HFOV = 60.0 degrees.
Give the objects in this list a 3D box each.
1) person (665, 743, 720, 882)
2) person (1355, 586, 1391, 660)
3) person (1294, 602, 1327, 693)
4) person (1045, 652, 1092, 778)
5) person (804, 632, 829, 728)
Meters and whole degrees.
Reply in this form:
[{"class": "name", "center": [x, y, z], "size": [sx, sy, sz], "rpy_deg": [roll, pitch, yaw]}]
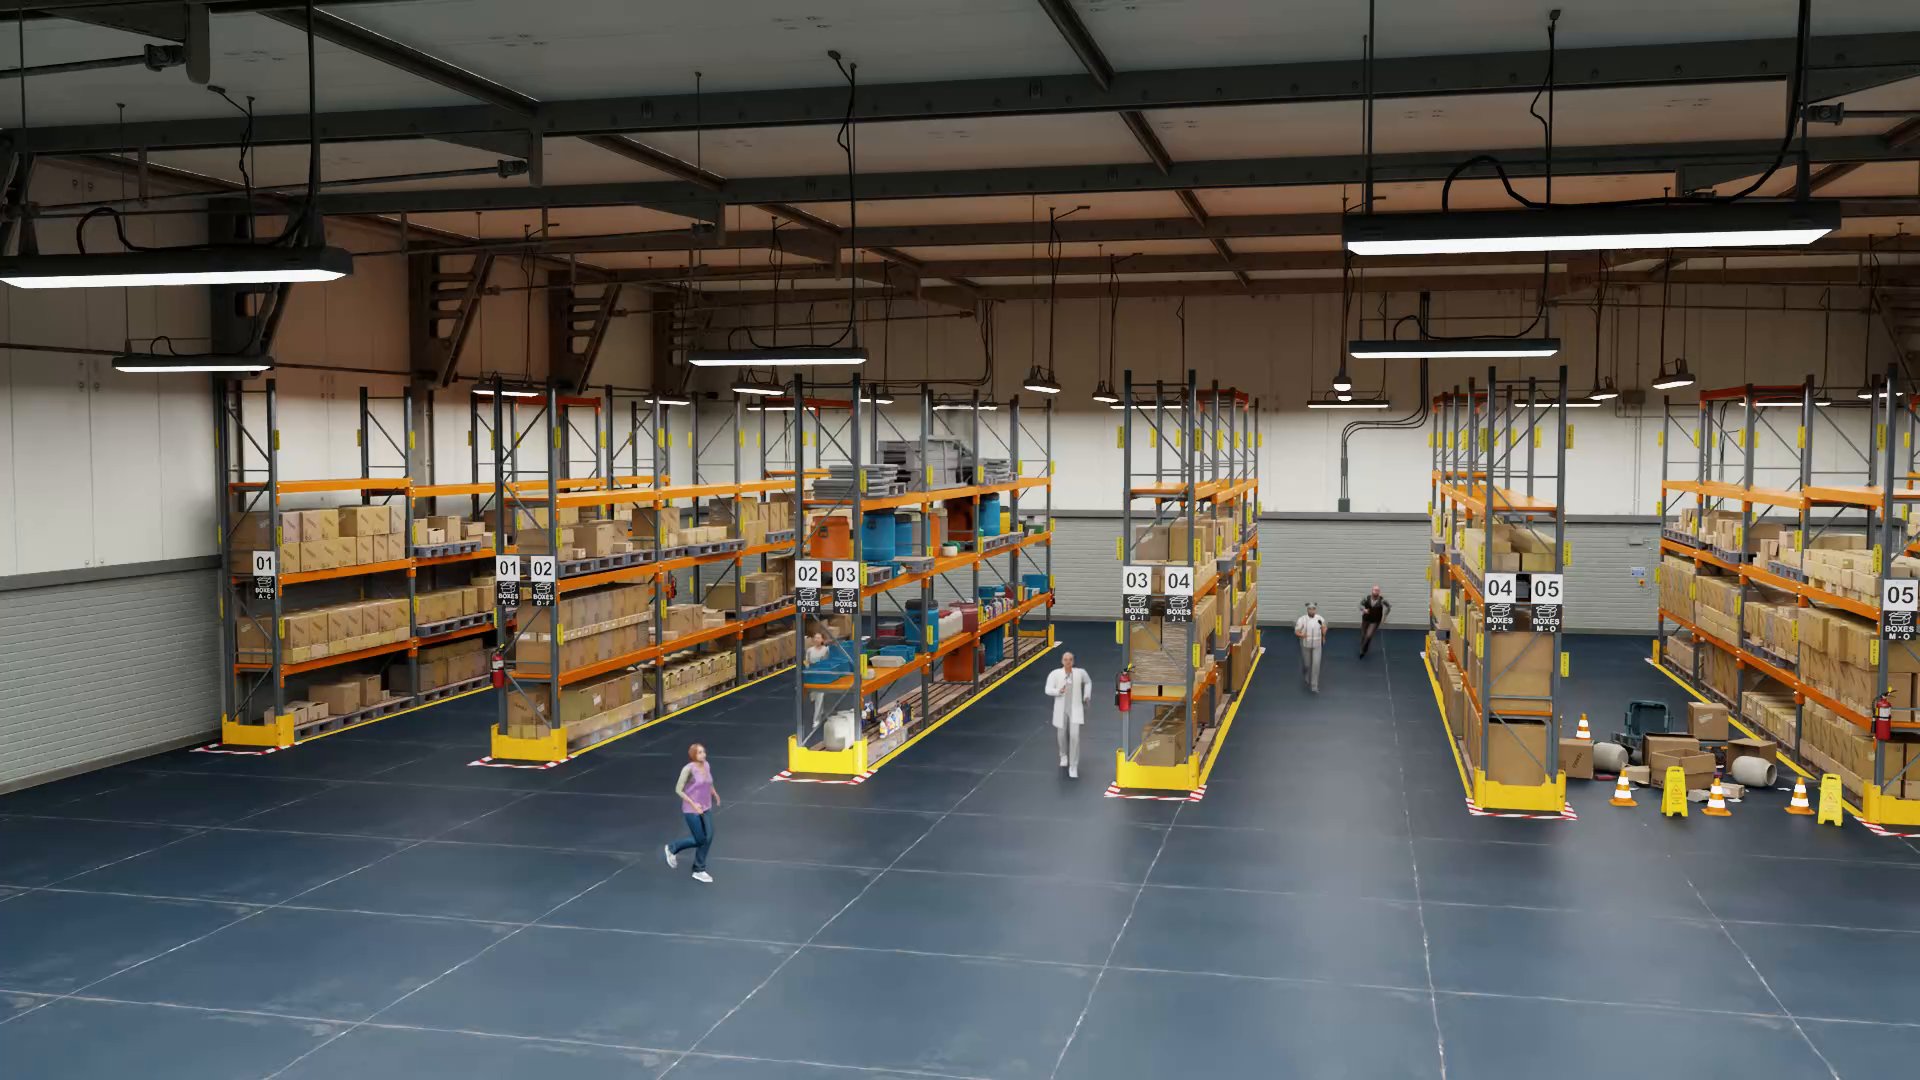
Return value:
[{"class": "person", "center": [-3.049, 3.101, 19.016], "size": [0.598, 1.560, 0.537], "rpy_deg": [2, 4, 34]}, {"class": "person", "center": [9.437, 1.894, 38.149], "size": [0.781, 1.715, 0.858], "rpy_deg": [2, 4, 29]}, {"class": "person", "center": [7.033, 2.115, 33.301], "size": [0.664, 1.780, 0.954], "rpy_deg": [0, 3, 4]}, {"class": "person", "center": [1.629, 2.594, 25.038], "size": [0.685, 1.821, 0.958], "rpy_deg": [0, 3, 6]}, {"class": "person", "center": [-2.470, 2.435, 29.299], "size": [0.565, 1.654, 0.791], "rpy_deg": [0, 3, 8]}]
